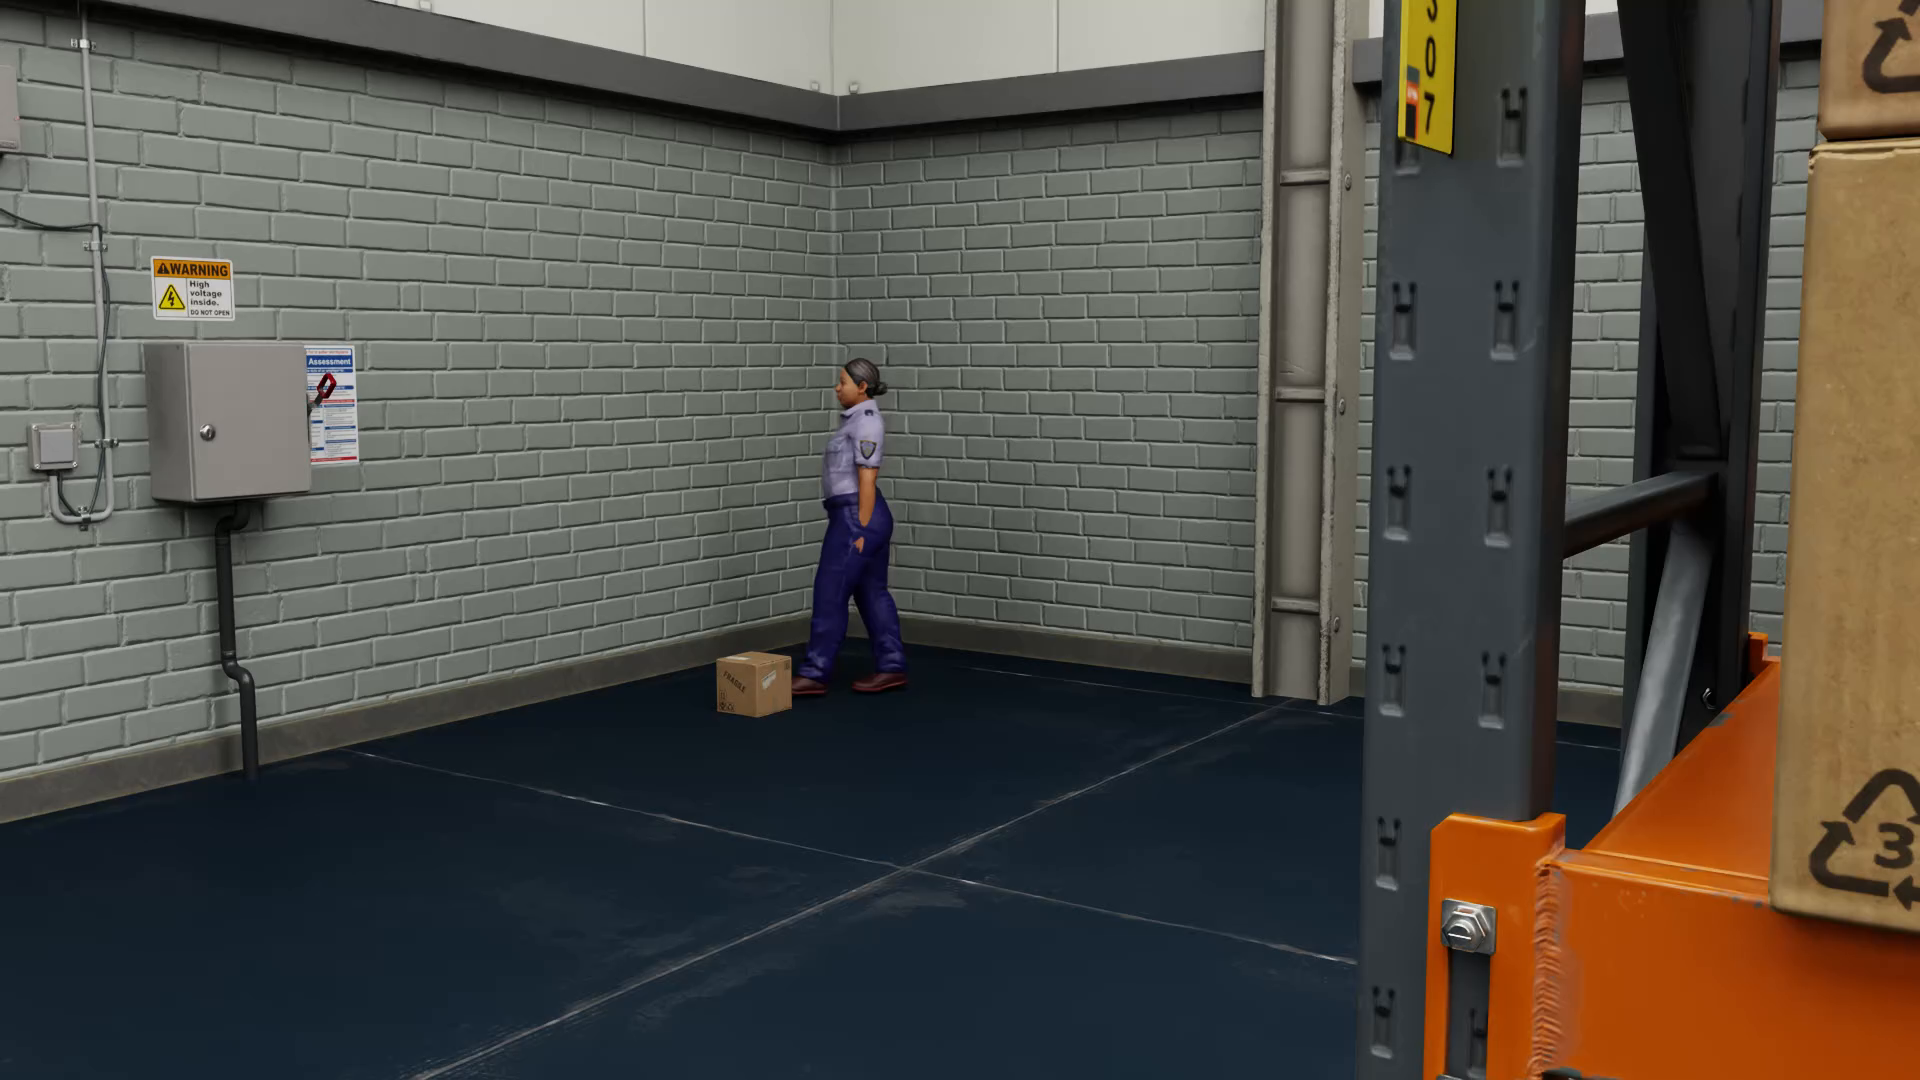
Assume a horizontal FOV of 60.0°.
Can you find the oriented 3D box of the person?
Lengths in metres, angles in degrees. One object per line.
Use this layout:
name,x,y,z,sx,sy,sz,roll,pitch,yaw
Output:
person,-0.596,-0.066,8.114,0.683,1.634,0.453,0,6,-2
